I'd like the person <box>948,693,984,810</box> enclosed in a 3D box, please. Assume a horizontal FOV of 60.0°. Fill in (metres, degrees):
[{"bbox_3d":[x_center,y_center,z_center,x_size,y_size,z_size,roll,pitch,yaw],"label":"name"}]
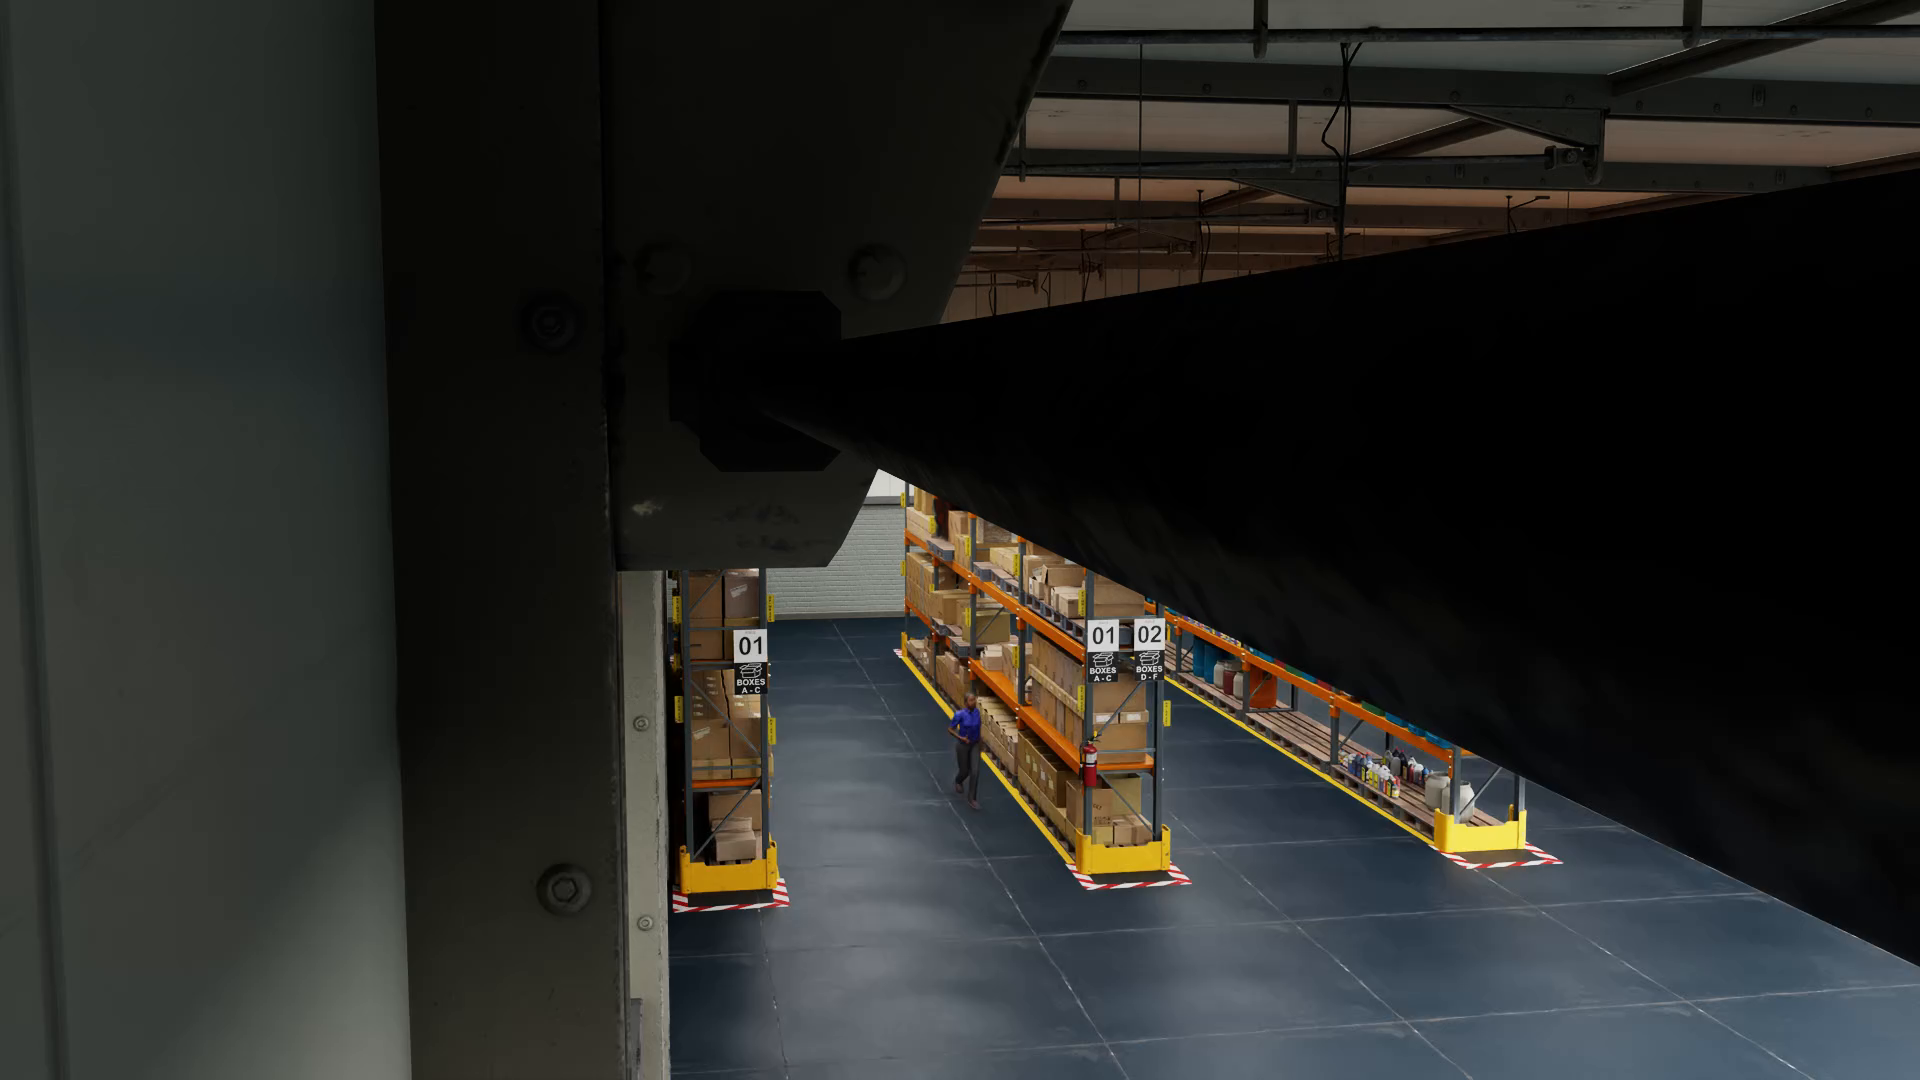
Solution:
[{"bbox_3d":[0.097,3.028,24.141,0.575,1.653,0.758,-3,7,-25],"label":"person"}]
